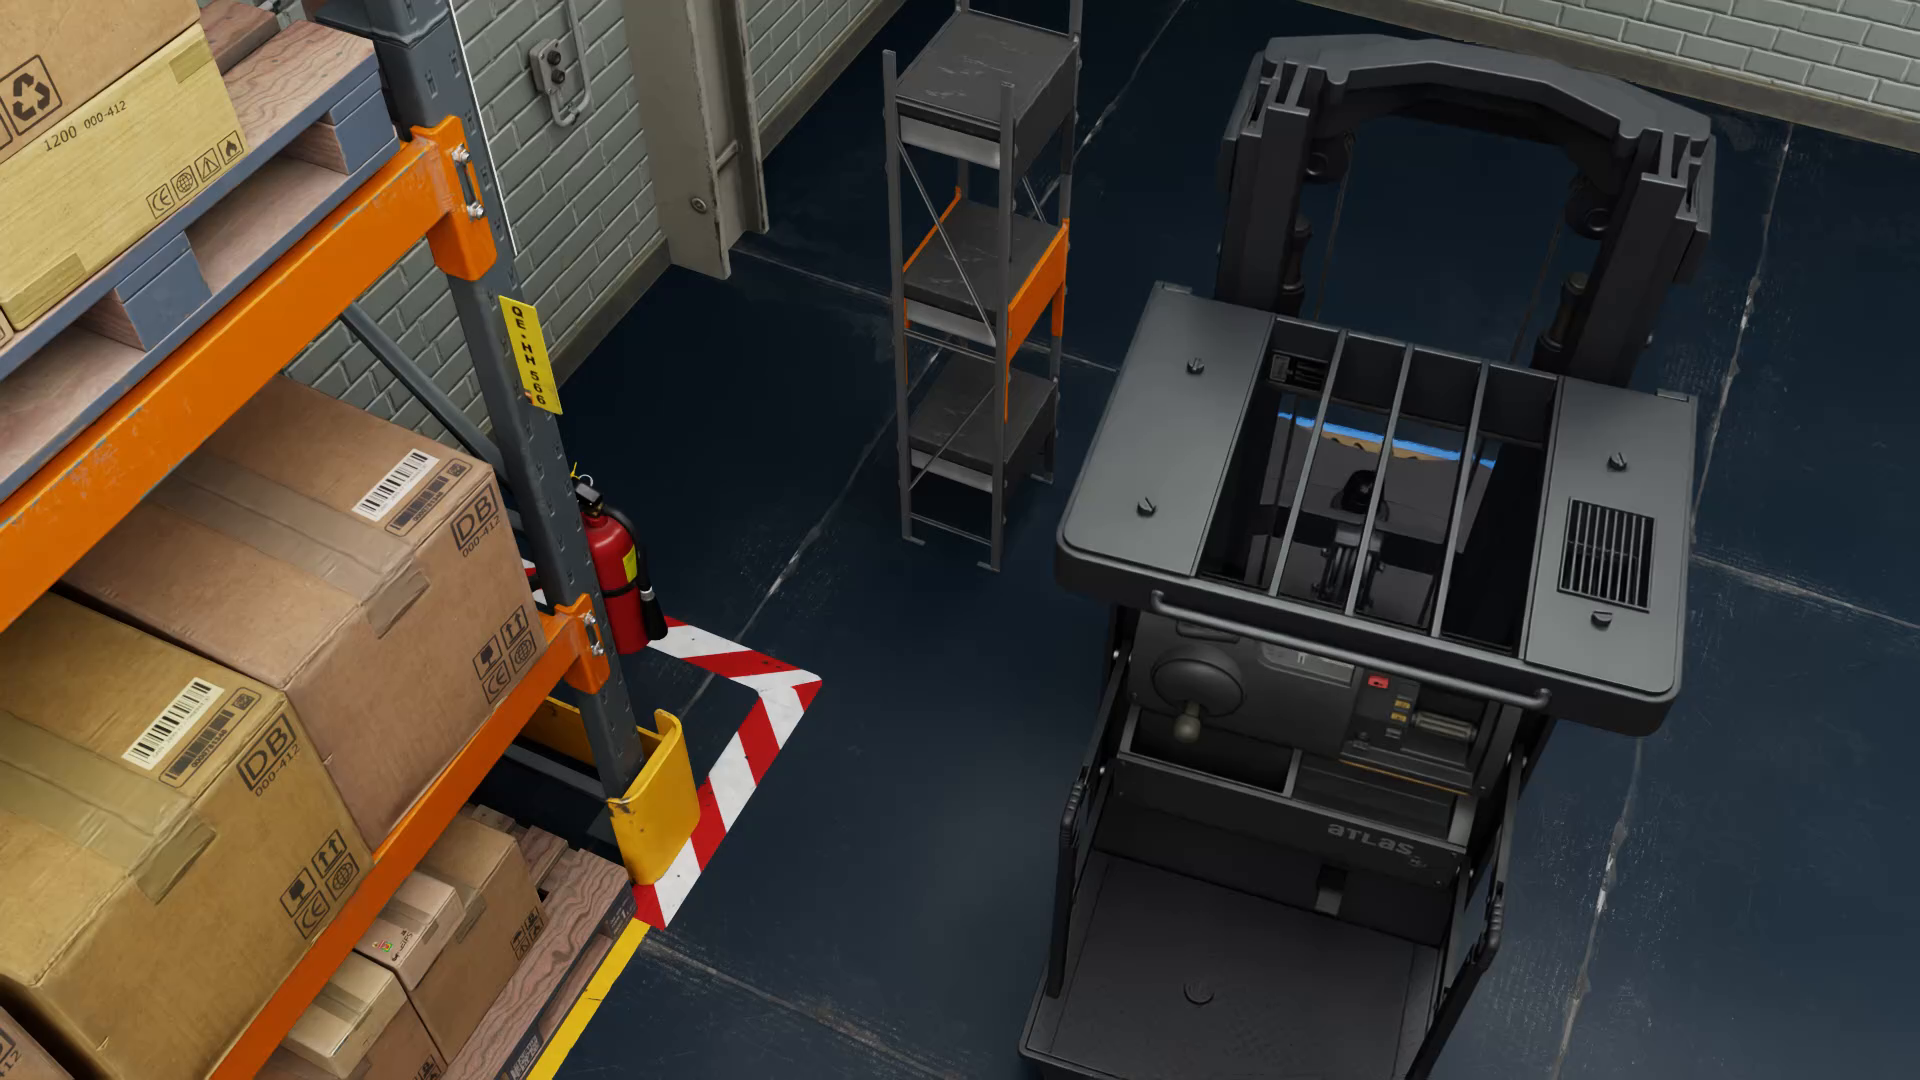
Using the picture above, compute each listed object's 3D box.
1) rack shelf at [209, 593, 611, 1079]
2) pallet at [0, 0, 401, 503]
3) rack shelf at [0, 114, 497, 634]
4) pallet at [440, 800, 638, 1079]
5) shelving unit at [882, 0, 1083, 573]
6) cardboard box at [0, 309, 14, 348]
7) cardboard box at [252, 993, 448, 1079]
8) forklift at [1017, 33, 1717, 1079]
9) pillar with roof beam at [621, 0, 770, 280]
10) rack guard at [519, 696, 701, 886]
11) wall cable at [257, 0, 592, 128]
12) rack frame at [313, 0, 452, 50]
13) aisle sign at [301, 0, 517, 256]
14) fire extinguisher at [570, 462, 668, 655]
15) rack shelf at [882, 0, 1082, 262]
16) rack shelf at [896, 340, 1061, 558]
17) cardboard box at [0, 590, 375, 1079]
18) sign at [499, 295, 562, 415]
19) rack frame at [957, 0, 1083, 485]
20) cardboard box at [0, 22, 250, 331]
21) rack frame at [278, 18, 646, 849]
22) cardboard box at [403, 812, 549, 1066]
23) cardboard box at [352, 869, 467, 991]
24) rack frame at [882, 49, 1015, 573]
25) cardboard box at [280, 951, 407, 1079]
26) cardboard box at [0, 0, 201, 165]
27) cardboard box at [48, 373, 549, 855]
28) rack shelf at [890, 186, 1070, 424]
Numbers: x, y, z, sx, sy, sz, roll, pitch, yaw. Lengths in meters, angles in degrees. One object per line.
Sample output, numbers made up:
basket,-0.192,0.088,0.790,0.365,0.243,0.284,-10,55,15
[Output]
rack shelf,-2.299,1.467,3.505,1.077,0.370,4.000,20,52,16
pallet,-1.752,-0.573,2.856,1.003,0.211,1.213,20,52,16
rack shelf,-2.299,0.495,2.362,1.077,0.370,4.000,20,52,16
pallet,-1.715,1.336,4.975,1.003,0.211,1.213,20,52,16
shelving unit,0.071,-0.794,5.547,0.431,2.100,0.503,20,52,16
cardboard box,-1.738,-0.286,2.311,0.500,0.250,0.500,18,52,15
cardboard box,-1.867,1.390,4.464,0.700,0.500,0.500,20,52,16
forklift,0.819,0.479,3.918,1.130,2.935,3.031,14,51,12
pillar with roof beam,2.820,-2.828,2.747,9.100,9.000,0.400,20,52,16
rack guard,-1.434,0.650,5.369,1.175,0.500,0.348,20,52,16
wall cable,-1.752,-1.662,5.028,0.084,1.984,1.851,20,52,16
rack frame,-1.444,-2.088,2.118,1.000,3.000,0.127,20,52,16
aisle sign,-1.142,-0.938,3.372,0.394,0.787,0.004,20,52,16
fire extinguisher,-0.962,0.049,4.535,0.296,0.674,0.183,20,52,16
rack shelf,0.071,-1.239,5.025,0.431,0.518,0.480,20,52,16
rack shelf,0.071,-0.332,6.091,0.431,0.518,0.480,20,52,16
cardboard box,-1.954,0.618,3.557,0.980,0.700,0.700,19,52,16
sign,-0.959,-0.409,3.713,0.100,0.325,0.005,20,52,16
rack frame,0.175,-0.962,5.690,0.400,2.100,0.015,20,52,16
cardboard box,-1.517,-0.645,2.617,0.500,0.250,0.500,21,53,17
rack frame,-1.444,-0.144,4.403,1.000,3.000,0.127,20,52,16
cardboard box,-1.653,1.045,4.757,0.700,0.500,0.500,20,52,16
cardboard box,-1.543,0.982,4.384,0.380,0.149,0.250,19,52,16
rack frame,-0.034,-0.626,5.404,0.400,2.100,0.015,20,52,16
cardboard box,-1.651,1.159,4.234,0.380,0.149,0.250,21,53,17
cardboard box,-1.510,-0.886,2.329,0.500,0.500,0.500,20,52,16
cardboard box,-1.653,0.114,3.987,0.980,0.700,0.700,22,53,18
rack shelf,0.071,-0.786,5.558,0.431,0.518,0.480,20,52,16
